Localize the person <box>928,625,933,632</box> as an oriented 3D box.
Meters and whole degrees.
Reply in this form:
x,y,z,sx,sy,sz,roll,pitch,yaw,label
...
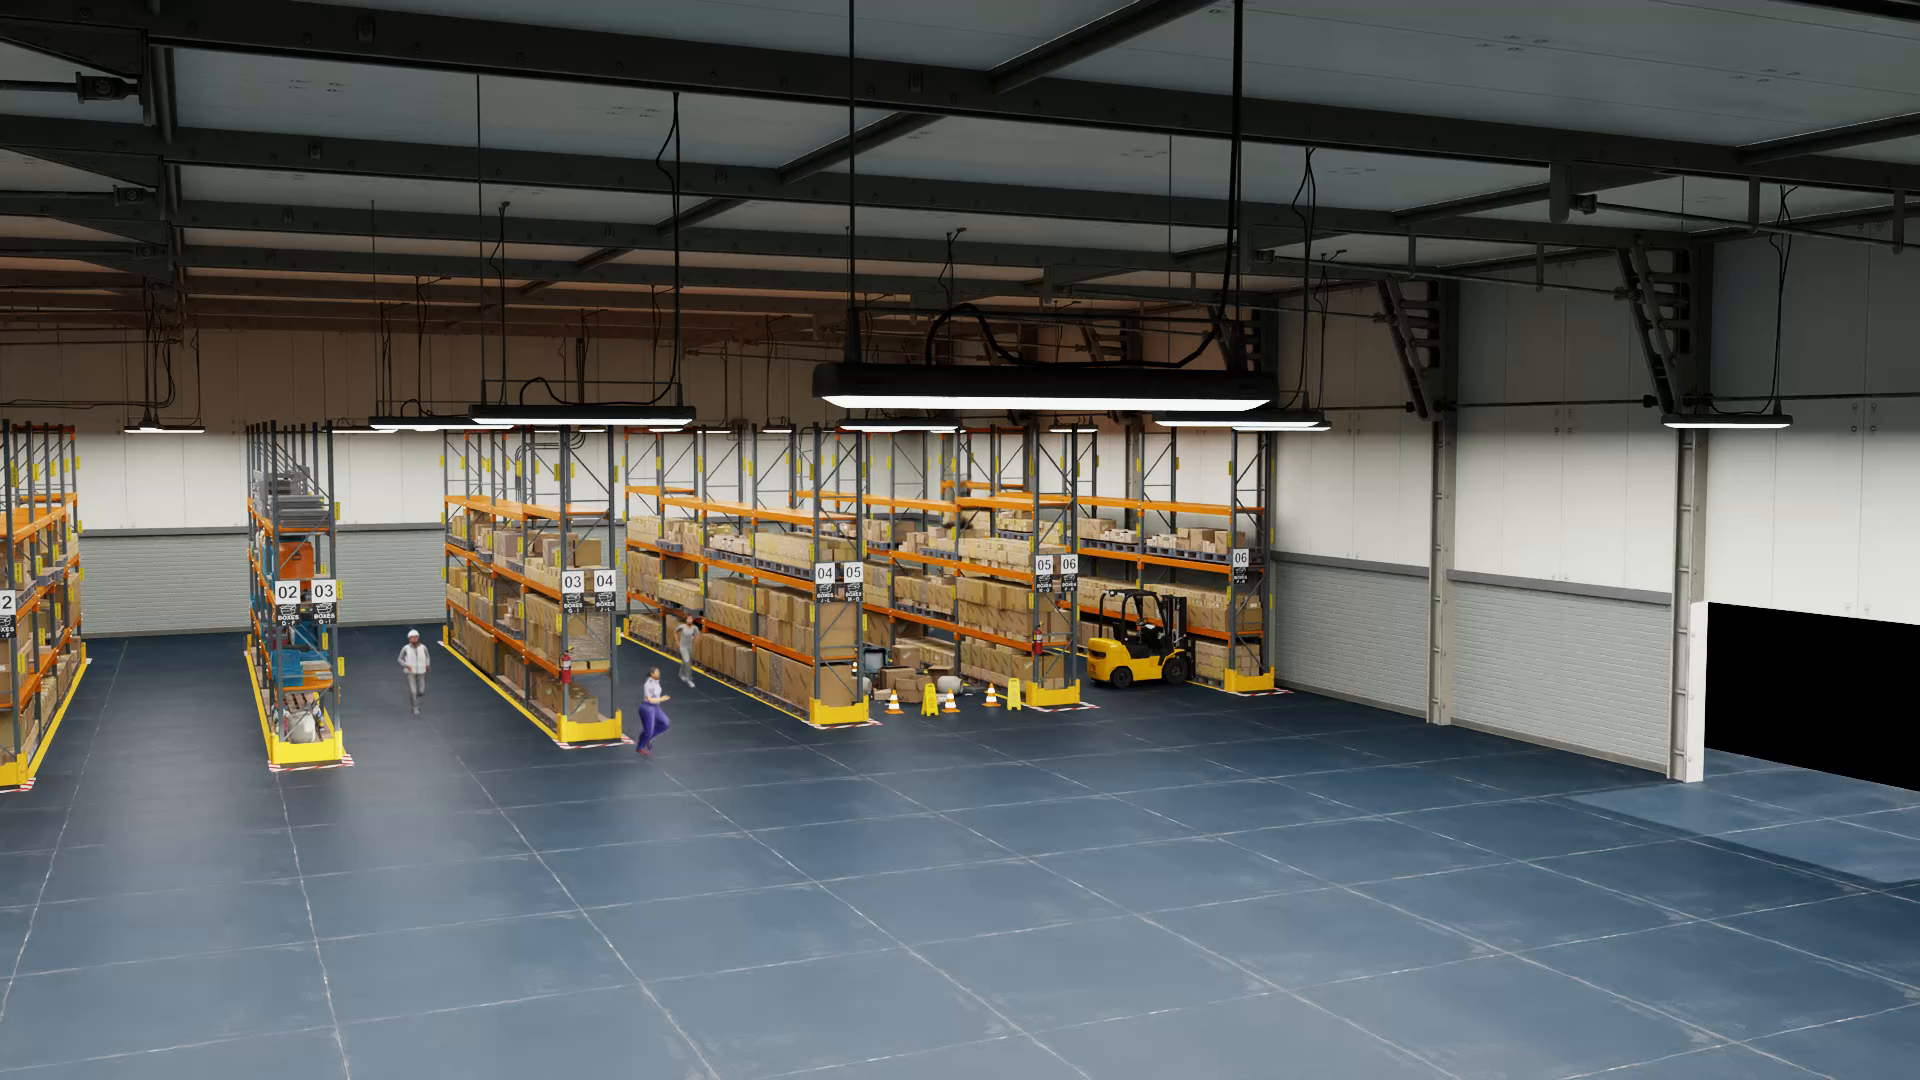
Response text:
x,y,z,sx,sy,sz,roll,pitch,yaw,label
-1.105,1.835,48.072,0.665,1.824,0.782,-3,5,-40,person

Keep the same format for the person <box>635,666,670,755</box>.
x,y,z,sx,sy,sz,roll,pitch,yaw,label
-5.509,3.052,29.838,0.694,1.598,0.643,1,4,8,person

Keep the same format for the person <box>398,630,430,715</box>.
x,y,z,sx,sy,sz,roll,pitch,yaw,label
-11.242,2.725,34.290,0.661,1.730,0.585,-2,4,-31,person

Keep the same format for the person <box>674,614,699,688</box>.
x,y,z,sx,sy,sz,roll,pitch,yaw,label
-6.290,2.507,38.203,0.565,1.671,0.952,-2,4,-29,person
